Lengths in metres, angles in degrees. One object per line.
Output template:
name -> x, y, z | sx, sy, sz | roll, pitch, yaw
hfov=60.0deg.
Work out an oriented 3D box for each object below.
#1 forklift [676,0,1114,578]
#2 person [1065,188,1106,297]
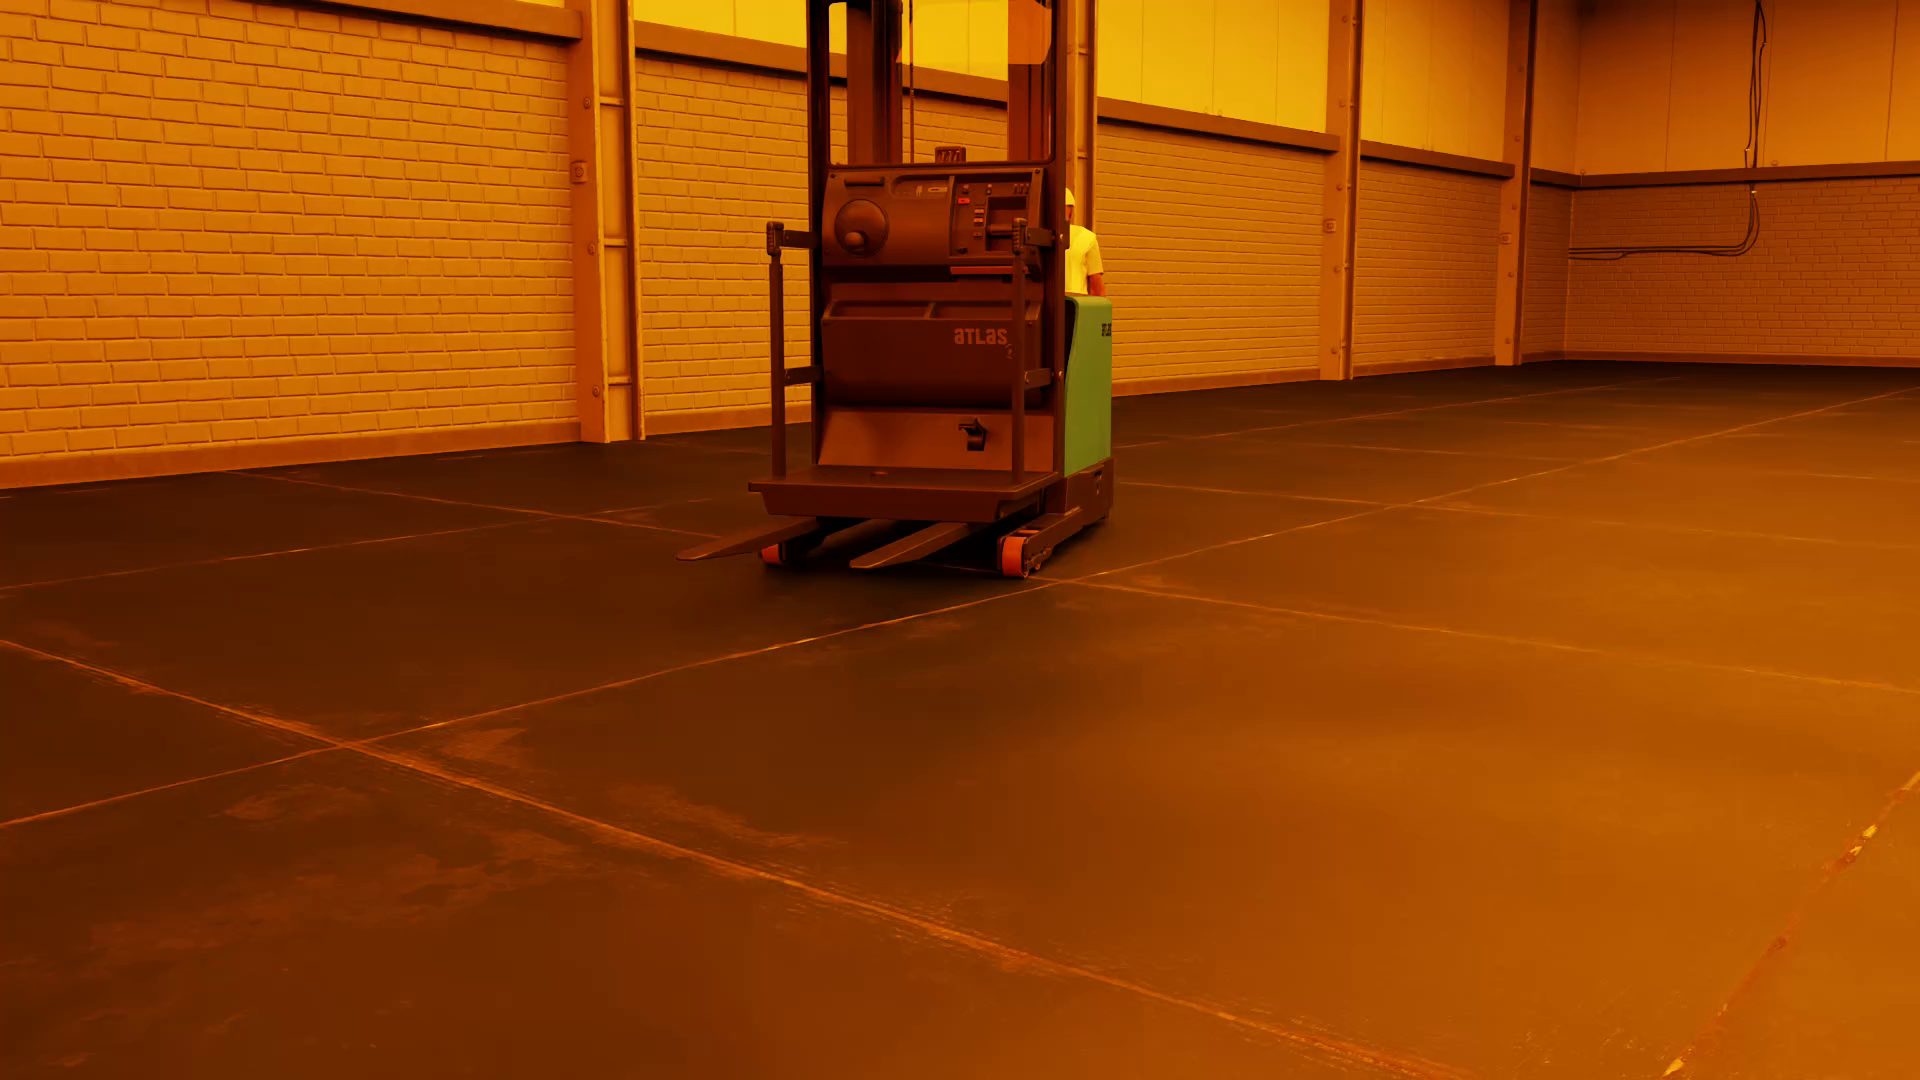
forklift -> -0.176, -1.366, 6.616 | 1.130, 2.935, 3.031 | 3, 9, 17
person -> 0.630, -1.358, 10.572 | 0.618, 1.774, 0.452 | 2, 9, 12
